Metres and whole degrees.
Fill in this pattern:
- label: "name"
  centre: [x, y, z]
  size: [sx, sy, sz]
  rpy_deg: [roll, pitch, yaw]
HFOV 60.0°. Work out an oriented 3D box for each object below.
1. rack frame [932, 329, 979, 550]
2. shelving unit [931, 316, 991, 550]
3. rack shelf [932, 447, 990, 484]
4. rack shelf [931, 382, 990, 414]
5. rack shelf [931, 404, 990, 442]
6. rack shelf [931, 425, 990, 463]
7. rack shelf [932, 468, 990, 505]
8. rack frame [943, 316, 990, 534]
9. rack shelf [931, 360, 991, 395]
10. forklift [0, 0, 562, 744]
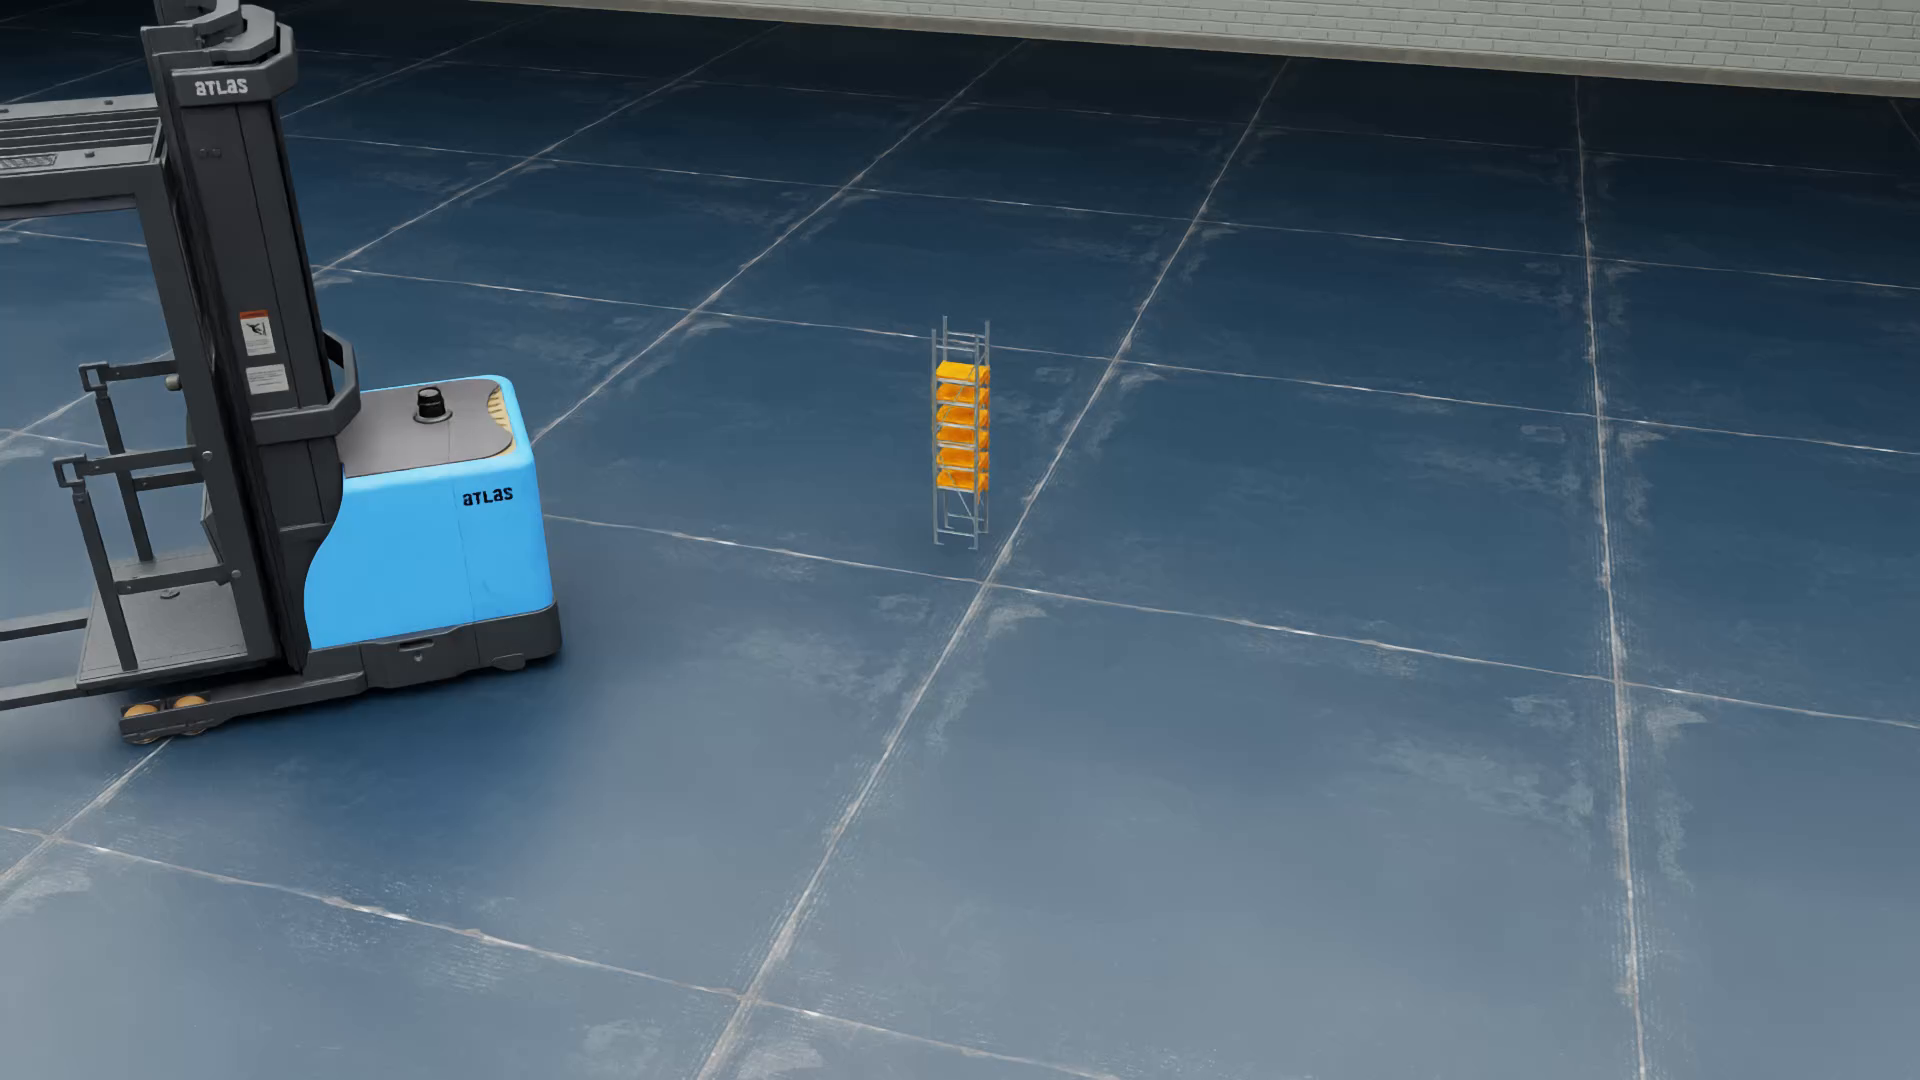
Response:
- label: "rack frame"
  centre: [-0.023, -0.489, 8.394]
  size: [0.240, 1.200, 0.006]
  rpy_deg: [8, 30, 15]
- label: "shelving unit"
  centre: [0.004, -0.531, 8.470]
  size: [0.258, 1.200, 0.189]
  rpy_deg: [8, 30, 15]
- label: "rack shelf"
  centre: [0.004, -0.387, 8.550]
  size: [0.258, 0.103, 0.180]
  rpy_deg: [8, 30, 15]
- label: "rack shelf"
  centre: [0.004, -0.702, 8.375]
  size: [0.258, 0.103, 0.180]
  rpy_deg: [8, 30, 15]
- label: "rack shelf"
  centre: [0.004, -0.597, 8.434]
  size: [0.258, 0.103, 0.180]
  rpy_deg: [8, 30, 15]
- label: "rack shelf"
  centre: [0.004, -0.492, 8.492]
  size: [0.258, 0.103, 0.180]
  rpy_deg: [8, 30, 15]
- label: "rack shelf"
  centre: [0.004, -0.282, 8.609]
  size: [0.258, 0.103, 0.180]
  rpy_deg: [8, 30, 15]
- label: "rack frame"
  centre: [0.031, -0.574, 8.547]
  size: [0.240, 1.200, 0.006]
  rpy_deg: [8, 30, 15]
- label: "rack shelf"
  centre: [0.004, -0.807, 8.317]
  size: [0.258, 0.103, 0.180]
  rpy_deg: [8, 30, 15]
- label: "forklift"
  centre: [-3.422, -0.692, 6.979]
  size: [3.031, 2.935, 1.130]
  rpy_deg: [-10, 31, -17]
